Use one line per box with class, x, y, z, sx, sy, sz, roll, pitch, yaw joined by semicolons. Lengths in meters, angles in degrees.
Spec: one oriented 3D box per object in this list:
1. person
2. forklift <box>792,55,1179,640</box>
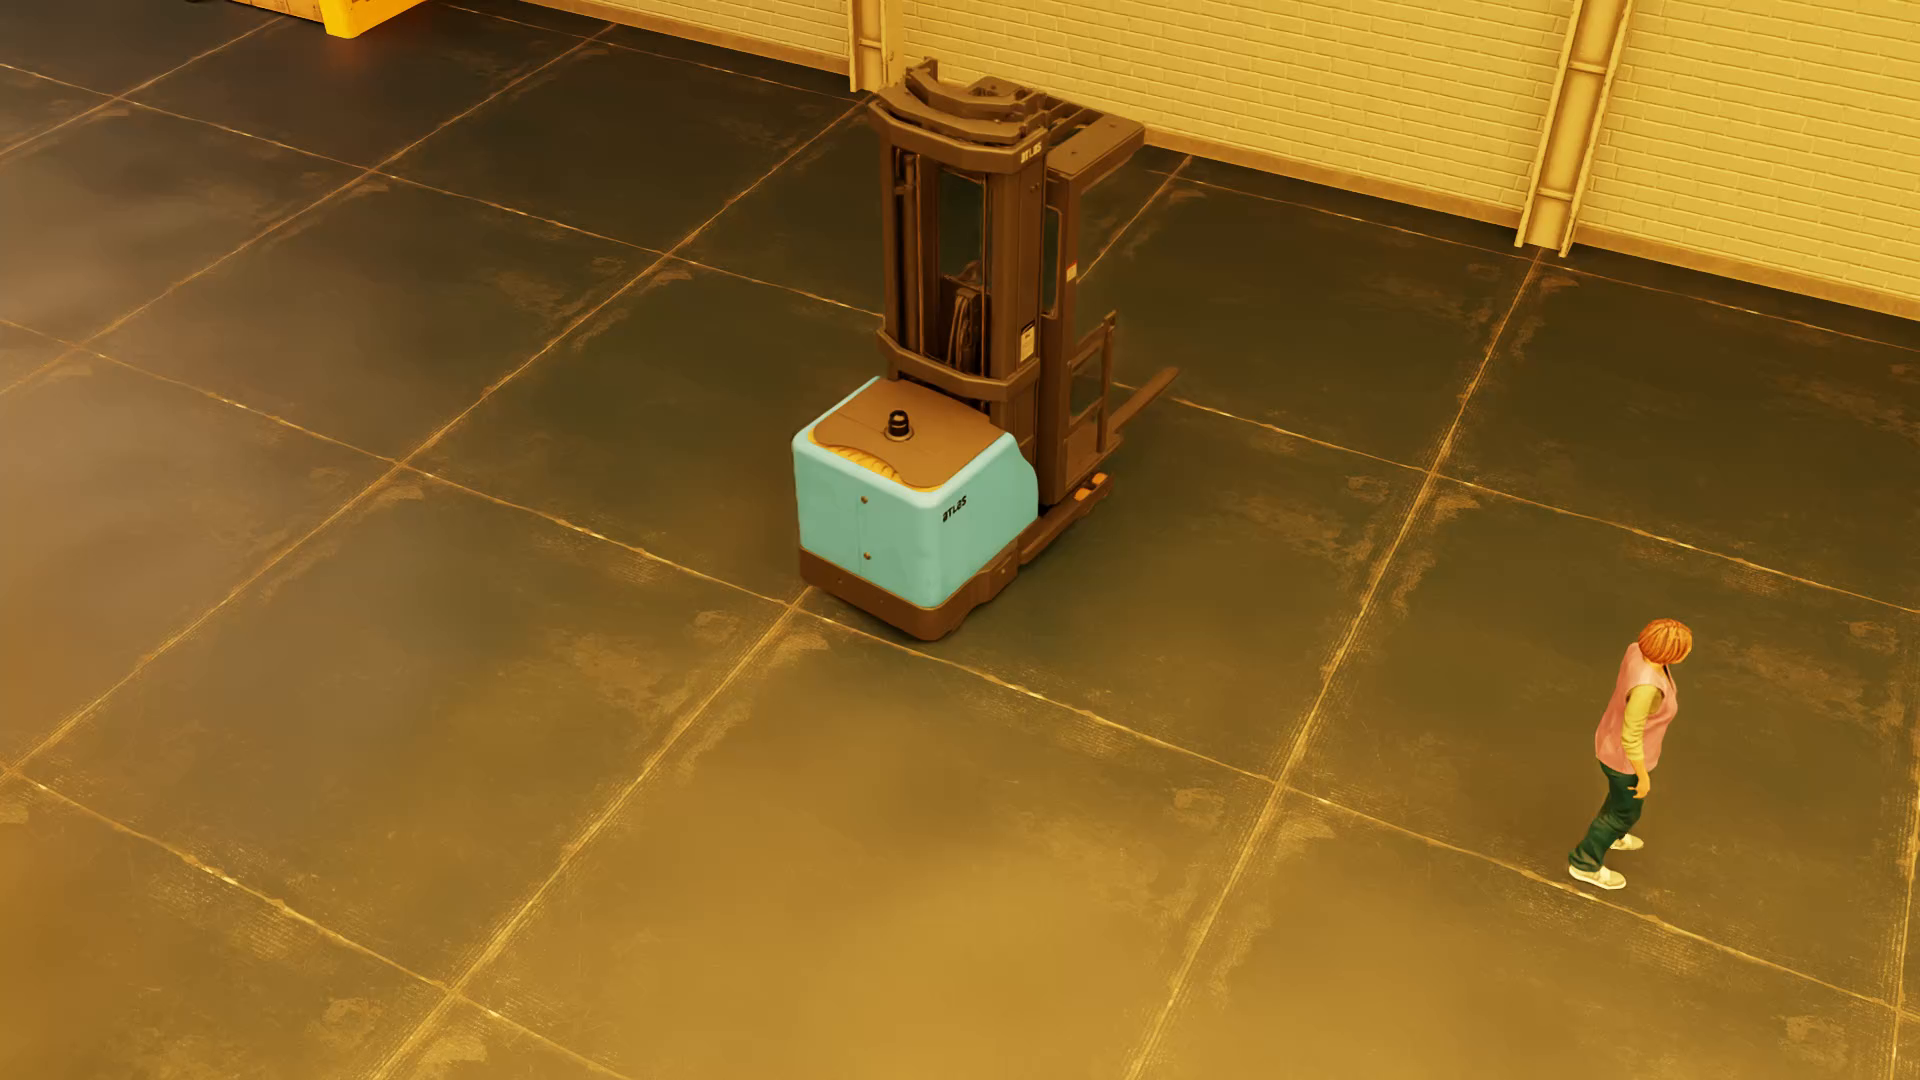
person;3.213;1.017;7.852;0.425;1.605;0.492;11;41;13
forklift;0.321;-1.451;9.709;1.130;2.935;3.031;25;46;27
